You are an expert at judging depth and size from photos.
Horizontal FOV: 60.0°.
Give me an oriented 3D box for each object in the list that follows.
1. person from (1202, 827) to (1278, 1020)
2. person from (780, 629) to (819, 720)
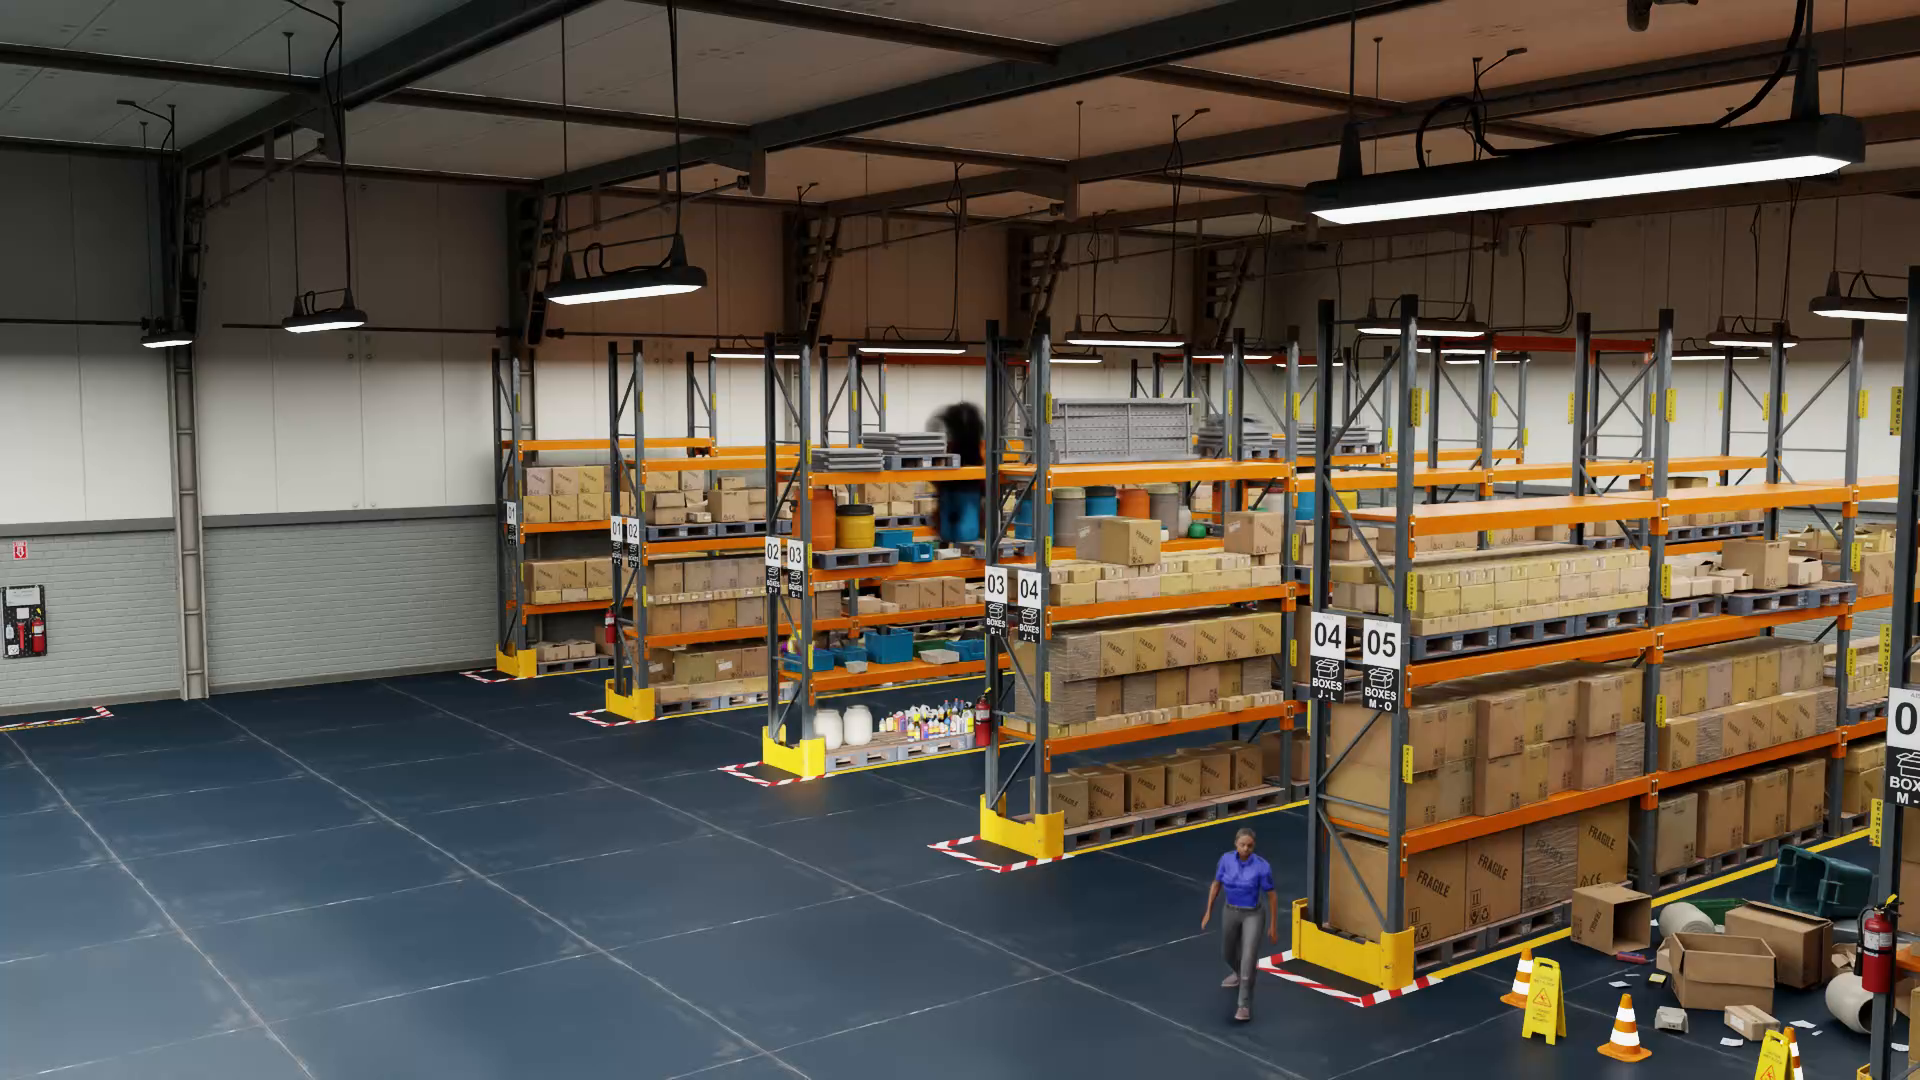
[{"bbox_3d":[2.411,3.147,14.005,0.645,1.588,0.835,2,6,25],"label":"person"},{"bbox_3d":[-2.461,2.130,25.655,0.737,1.576,0.828,1,5,17],"label":"person"}]
